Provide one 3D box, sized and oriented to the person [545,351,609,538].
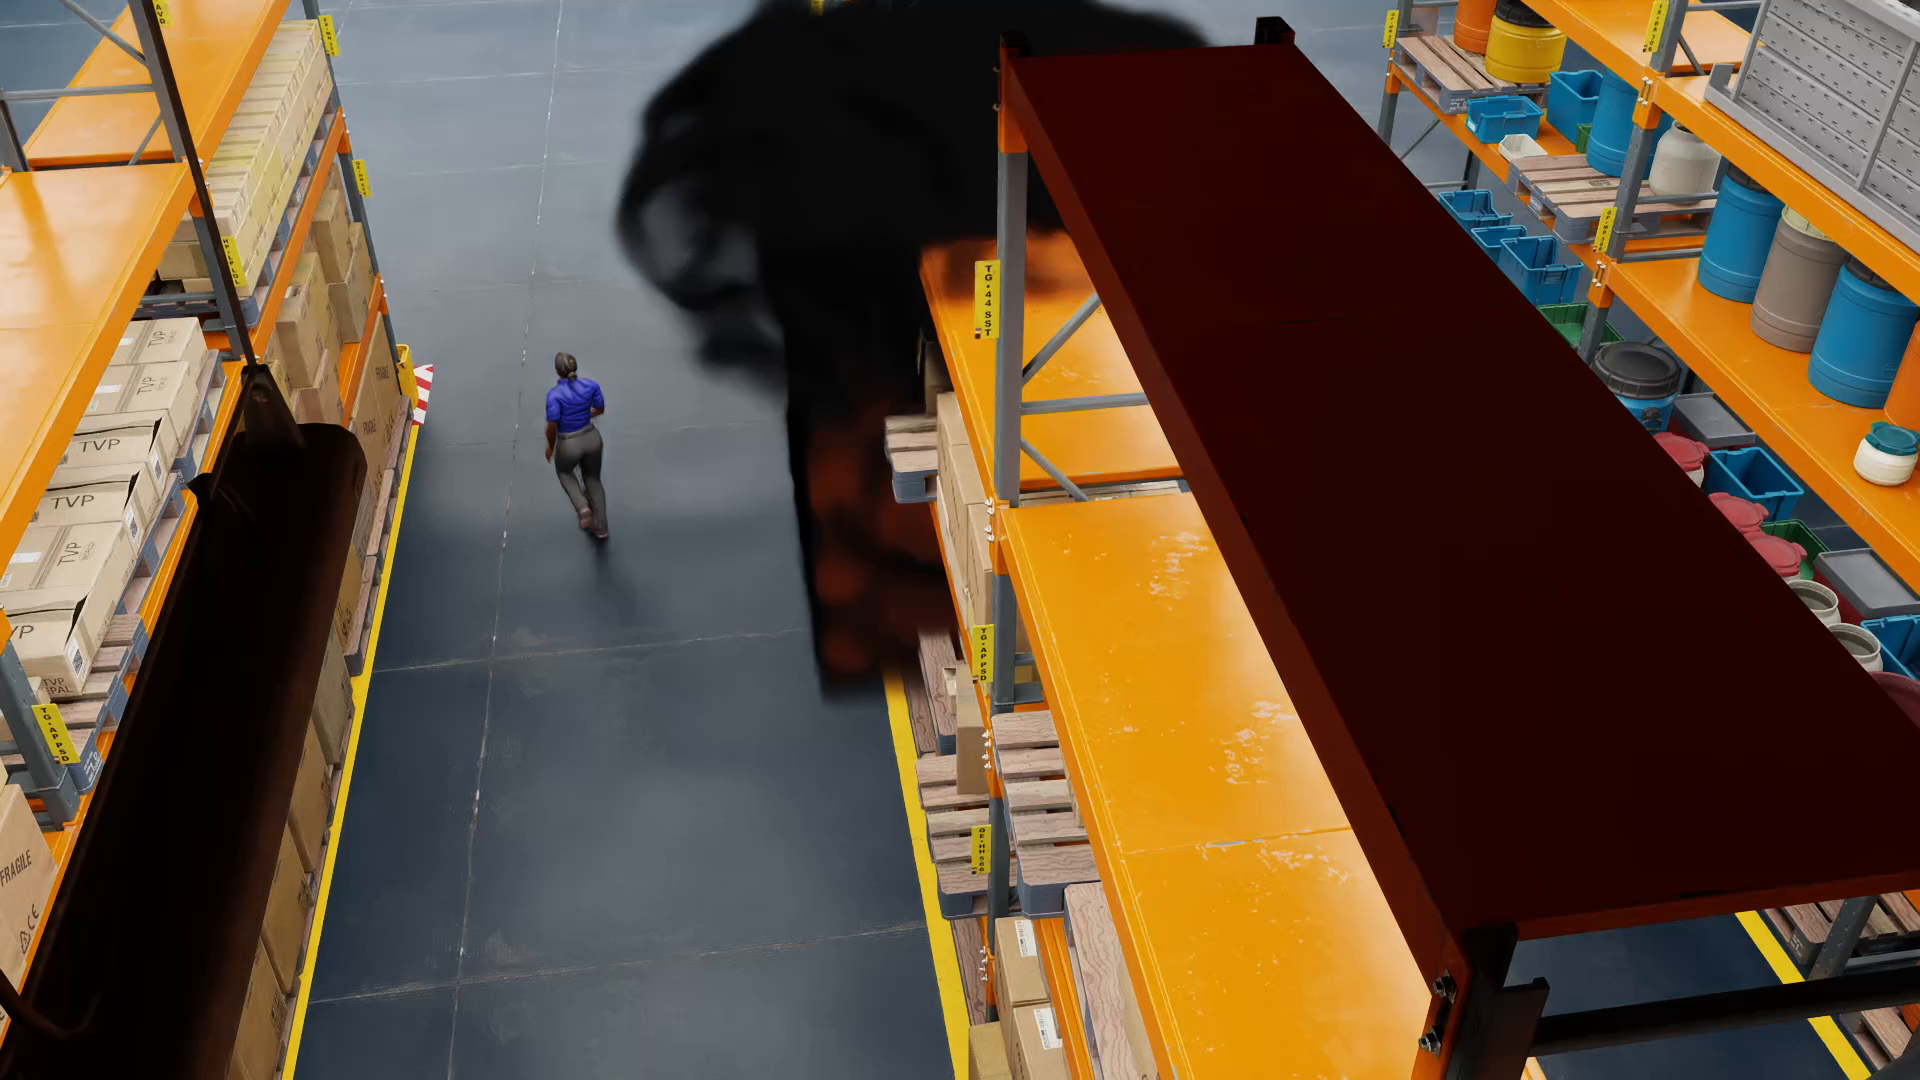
[{"bbox_3d":[-3.059,-0.779,13.173,0.555,1.593,0.592,-23,42,-28],"label":"person"}]
